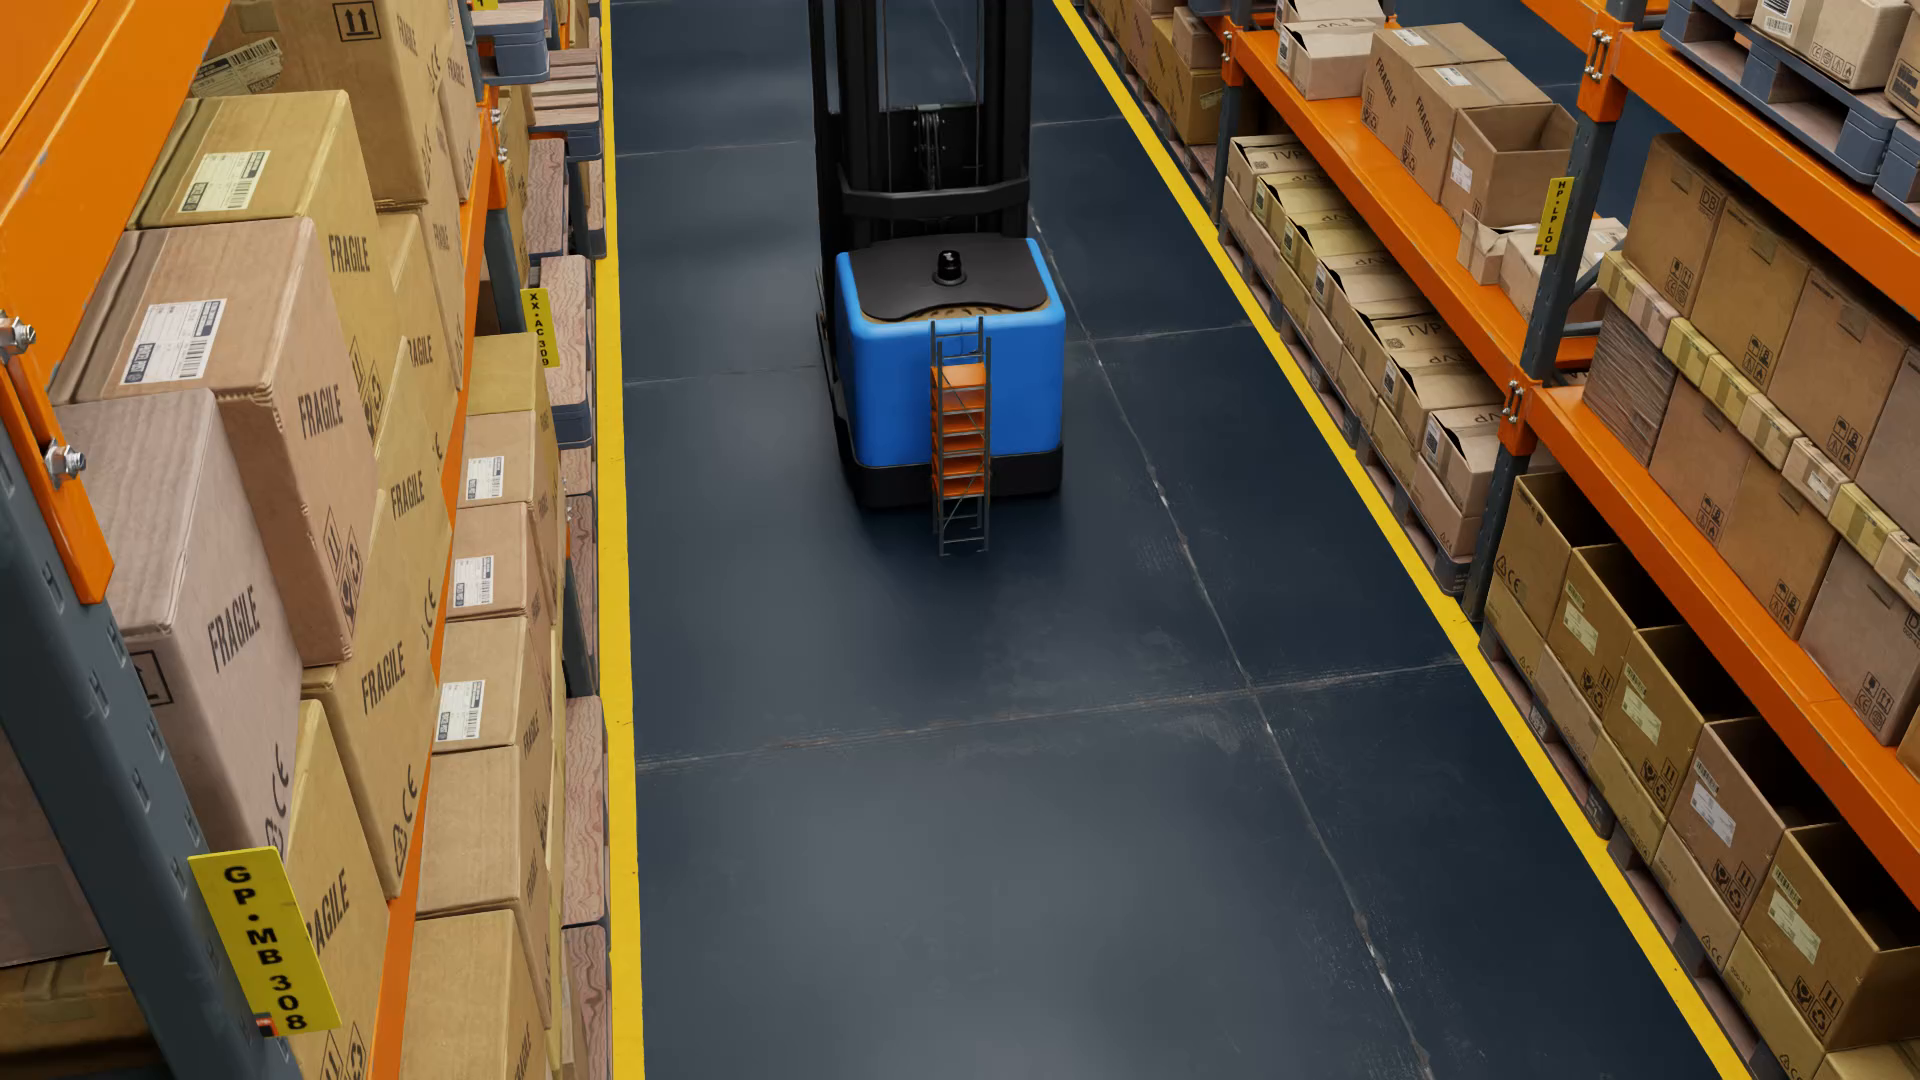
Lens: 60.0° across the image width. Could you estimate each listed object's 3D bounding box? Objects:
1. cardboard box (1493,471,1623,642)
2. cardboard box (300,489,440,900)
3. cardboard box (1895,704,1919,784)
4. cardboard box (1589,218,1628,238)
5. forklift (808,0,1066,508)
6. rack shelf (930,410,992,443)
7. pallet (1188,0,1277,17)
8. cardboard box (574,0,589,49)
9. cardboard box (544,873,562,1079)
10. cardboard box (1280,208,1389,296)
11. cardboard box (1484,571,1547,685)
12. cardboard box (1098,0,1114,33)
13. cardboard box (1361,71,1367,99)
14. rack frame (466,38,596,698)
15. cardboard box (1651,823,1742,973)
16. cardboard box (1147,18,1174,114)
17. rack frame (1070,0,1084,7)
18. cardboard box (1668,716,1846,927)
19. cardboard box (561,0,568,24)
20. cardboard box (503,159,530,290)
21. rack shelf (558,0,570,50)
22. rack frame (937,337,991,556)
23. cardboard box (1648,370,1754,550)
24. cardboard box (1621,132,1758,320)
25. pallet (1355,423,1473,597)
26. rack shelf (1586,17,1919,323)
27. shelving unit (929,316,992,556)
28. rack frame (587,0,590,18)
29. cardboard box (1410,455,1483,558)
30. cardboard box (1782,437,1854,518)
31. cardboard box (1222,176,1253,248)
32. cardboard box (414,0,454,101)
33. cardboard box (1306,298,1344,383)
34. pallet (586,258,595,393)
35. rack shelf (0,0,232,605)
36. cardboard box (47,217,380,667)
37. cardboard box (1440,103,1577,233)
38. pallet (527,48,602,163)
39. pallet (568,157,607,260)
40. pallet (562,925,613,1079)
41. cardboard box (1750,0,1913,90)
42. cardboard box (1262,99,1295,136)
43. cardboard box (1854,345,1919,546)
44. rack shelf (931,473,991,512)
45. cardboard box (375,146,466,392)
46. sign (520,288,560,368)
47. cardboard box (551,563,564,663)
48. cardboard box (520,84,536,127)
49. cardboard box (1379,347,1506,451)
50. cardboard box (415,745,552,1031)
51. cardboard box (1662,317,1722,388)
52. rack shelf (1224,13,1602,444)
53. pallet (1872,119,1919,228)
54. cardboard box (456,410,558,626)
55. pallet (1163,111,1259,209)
[{"bbox_3d":[2.606,0.049,6.930,0.500,0.500,0.500,-6,38,-8],"label":"cardboard box"},{"bbox_3d":[-1.214,0.273,2.810,0.500,0.500,0.500,-4,38,-5],"label":"cardboard box"},{"bbox_3d":[3.286,0.587,4.868,0.700,0.500,0.500,-6,38,-8],"label":"cardboard box"},{"bbox_3d":[2.878,-1.347,7.643,0.380,0.149,0.250,-6,38,-8],"label":"cardboard box"},{"bbox_3d":[-0.227,-2.219,8.617,1.130,2.935,3.031,-6,38,-7],"label":"forklift"},{"bbox_3d":[0.003,-0.525,7.724,0.258,0.103,0.180,-6,38,-8],"label":"rack shelf"},{"bbox_3d":[1.943,-3.631,10.535,1.213,0.211,1.003,-6,38,-8],"label":"pallet"},{"bbox_3d":[-3.046,-3.587,11.733,0.750,0.750,0.750,-5,38,-7],"label":"cardboard box"},{"bbox_3d":[-1.304,1.164,4.312,0.500,0.250,0.500,-7,38,-9],"label":"cardboard box"},{"bbox_3d":[2.121,-1.634,9.249,0.500,0.311,0.500,-7,38,-9],"label":"cardboard box"},{"bbox_3d":[2.615,0.344,7.161,0.500,0.250,0.500,-6,38,-8],"label":"cardboard box"},{"bbox_3d":[1.379,-4.268,12.877,0.500,0.500,0.500,-6,38,-7],"label":"cardboard box"},{"bbox_3d":[2.410,-2.441,9.052,0.380,0.149,0.250,-4,38,-5],"label":"cardboard box"},{"bbox_3d":[-2.044,-0.354,6.160,1.000,3.000,0.127,-6,38,-8],"label":"rack frame"},{"bbox_3d":[2.874,1.250,5.994,0.500,0.250,0.500,-6,38,-8],"label":"cardboard box"},{"bbox_3d":[1.646,-3.344,11.688,0.500,0.500,0.500,-8,38,-10],"label":"cardboard box"},{"bbox_3d":[1.430,-5.721,13.069,1.000,3.000,0.127,-6,38,-8],"label":"rack frame"},{"bbox_3d":[2.871,0.955,5.764,0.500,0.500,0.500,-6,38,-8],"label":"cardboard box"},{"bbox_3d":[-2.574,-3.225,10.044,0.380,0.149,0.250,-5,38,-7],"label":"cardboard box"},{"bbox_3d":[-2.190,-1.216,6.830,0.700,0.500,0.500,-3,38,-3],"label":"cardboard box"},{"bbox_3d":[-3.096,-3.694,11.046,1.077,0.370,4.000,-6,38,-8],"label":"rack shelf"},{"bbox_3d":[0.019,-0.410,7.699,0.240,1.200,0.006,-6,38,-8],"label":"rack frame"},{"bbox_3d":[3.015,-0.343,6.065,0.700,0.500,0.500,-7,38,-8],"label":"cardboard box"},{"bbox_3d":[2.917,-1.173,6.076,0.700,0.500,0.500,-6,38,-8],"label":"cardboard box"},{"bbox_3d":[2.665,-0.228,8.272,1.003,0.211,1.213,-6,38,-8],"label":"pallet"},{"bbox_3d":[3.183,-0.581,4.594,1.077,0.370,4.000,-6,38,-8],"label":"rack shelf"},{"bbox_3d":[0.003,-0.465,7.771,0.258,1.200,0.189,-6,38,-8],"label":"shelving unit"},{"bbox_3d":[-3.446,-5.186,12.380,1.000,3.000,0.127,-6,38,-8],"label":"rack frame"},{"bbox_3d":[2.474,-0.188,7.846,0.500,0.250,0.500,-7,38,-8],"label":"cardboard box"},{"bbox_3d":[2.919,-0.223,5.382,0.380,0.149,0.250,-7,38,-9],"label":"cardboard box"},{"bbox_3d":[1.934,-2.037,10.226,0.500,0.250,0.500,-6,38,-8],"label":"cardboard box"},{"bbox_3d":[-1.582,-1.375,4.117,0.500,0.500,0.500,-4,38,-5],"label":"cardboard box"},{"bbox_3d":[2.210,-1.110,9.033,0.500,0.250,0.500,-5,38,-7],"label":"cardboard box"},{"bbox_3d":[-2.610,-1.196,9.518,1.003,0.211,1.213,-6,38,-8],"label":"pallet"},{"bbox_3d":[-1.693,-1.229,2.986,1.077,0.370,4.000,-6,38,-8],"label":"rack shelf"},{"bbox_3d":[-1.209,-0.132,2.517,0.500,0.500,0.500,-7,38,-8],"label":"cardboard box"},{"bbox_3d":[2.622,-1.712,7.827,0.500,0.500,0.500,-4,38,-5],"label":"cardboard box"},{"bbox_3d":[-2.515,-2.275,8.790,1.213,0.211,1.003,-6,38,-8],"label":"pallet"},{"bbox_3d":[-2.809,-2.153,10.749,1.003,0.211,1.213,-6,38,-8],"label":"pallet"},{"bbox_3d":[-1.674,1.888,5.548,1.003,0.211,1.213,-6,38,-8],"label":"pallet"},{"bbox_3d":[2.756,-1.600,4.936,0.500,0.311,0.500,-8,39,-10],"label":"cardboard box"},{"bbox_3d":[2.333,-2.797,10.984,0.500,0.500,0.500,-5,38,-6],"label":"cardboard box"},{"bbox_3d":[3.181,-0.264,4.906,0.700,0.500,0.500,-6,38,-8],"label":"cardboard box"},{"bbox_3d":[0.003,-0.240,7.945,0.258,0.103,0.180,-6,38,-8],"label":"rack shelf"},{"bbox_3d":[-1.501,-0.670,4.024,0.500,0.500,0.500,-8,38,-10],"label":"cardboard box"},{"bbox_3d":[-1.511,-0.758,5.976,0.100,0.325,0.005,-6,38,-8],"label":"sign"},{"bbox_3d":[-1.583,0.253,5.485,0.500,0.250,0.500,-6,38,-8],"label":"cardboard box"},{"bbox_3d":[-2.528,-2.365,8.310,0.700,0.500,0.500,-10,39,-12],"label":"cardboard box"},{"bbox_3d":[2.382,-0.718,8.070,0.500,0.311,0.500,-5,38,-7],"label":"cardboard box"},{"bbox_3d":[-1.292,0.885,4.061,0.500,0.500,0.500,-7,38,-9],"label":"cardboard box"},{"bbox_3d":[2.780,-0.694,5.988,0.380,0.149,0.250,-7,38,-9],"label":"cardboard box"},{"bbox_3d":[2.482,-1.813,8.624,1.077,0.370,4.000,-6,38,-8],"label":"rack shelf"},{"bbox_3d":[3.218,-0.791,4.350,1.003,0.211,1.213,-6,38,-8],"label":"pallet"},{"bbox_3d":[-1.563,-0.045,5.258,0.500,0.500,0.500,-6,38,-8],"label":"cardboard box"},{"bbox_3d":[2.038,-2.659,11.400,1.003,0.211,1.213,-6,38,-8],"label":"pallet"}]
